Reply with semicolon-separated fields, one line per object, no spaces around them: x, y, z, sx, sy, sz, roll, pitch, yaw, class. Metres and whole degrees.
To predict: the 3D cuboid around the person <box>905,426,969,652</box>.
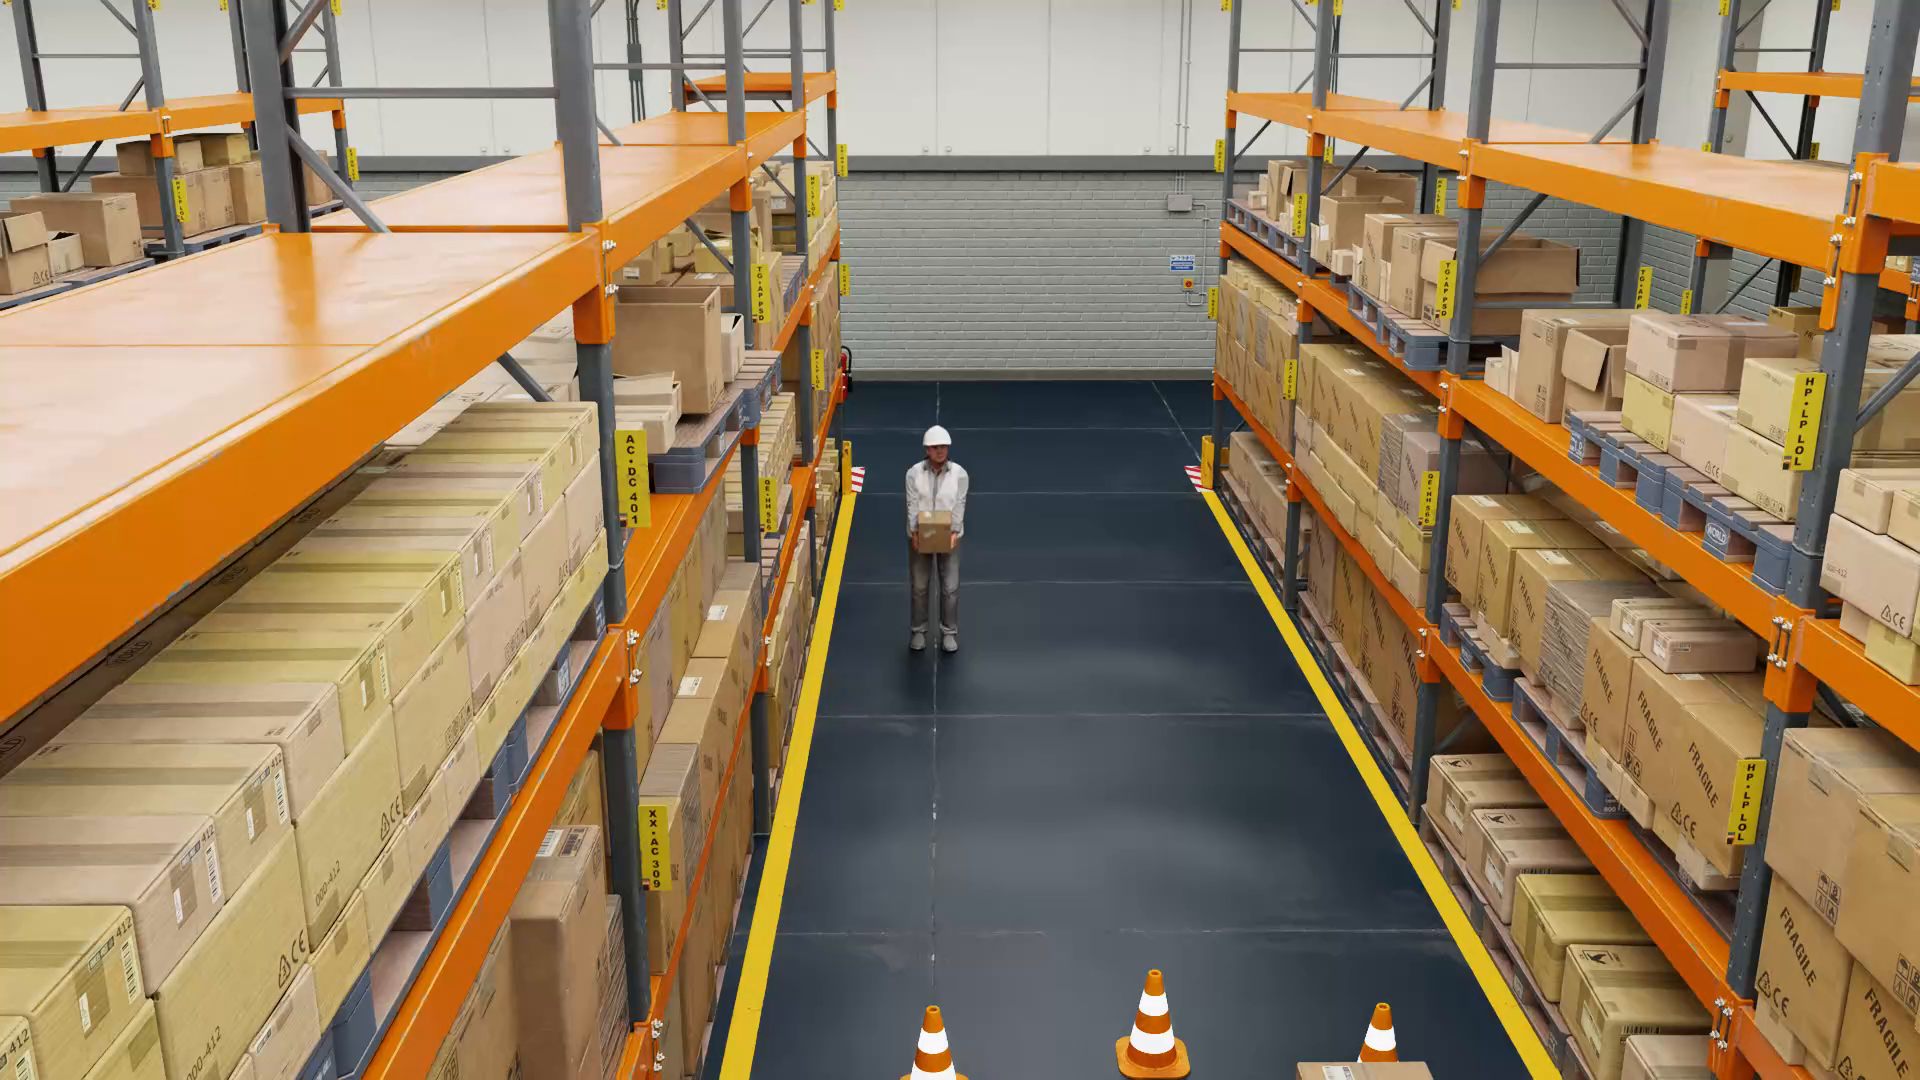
-0.184;0.006;12.990;0.483;1.770;0.547;0;17;0;person
